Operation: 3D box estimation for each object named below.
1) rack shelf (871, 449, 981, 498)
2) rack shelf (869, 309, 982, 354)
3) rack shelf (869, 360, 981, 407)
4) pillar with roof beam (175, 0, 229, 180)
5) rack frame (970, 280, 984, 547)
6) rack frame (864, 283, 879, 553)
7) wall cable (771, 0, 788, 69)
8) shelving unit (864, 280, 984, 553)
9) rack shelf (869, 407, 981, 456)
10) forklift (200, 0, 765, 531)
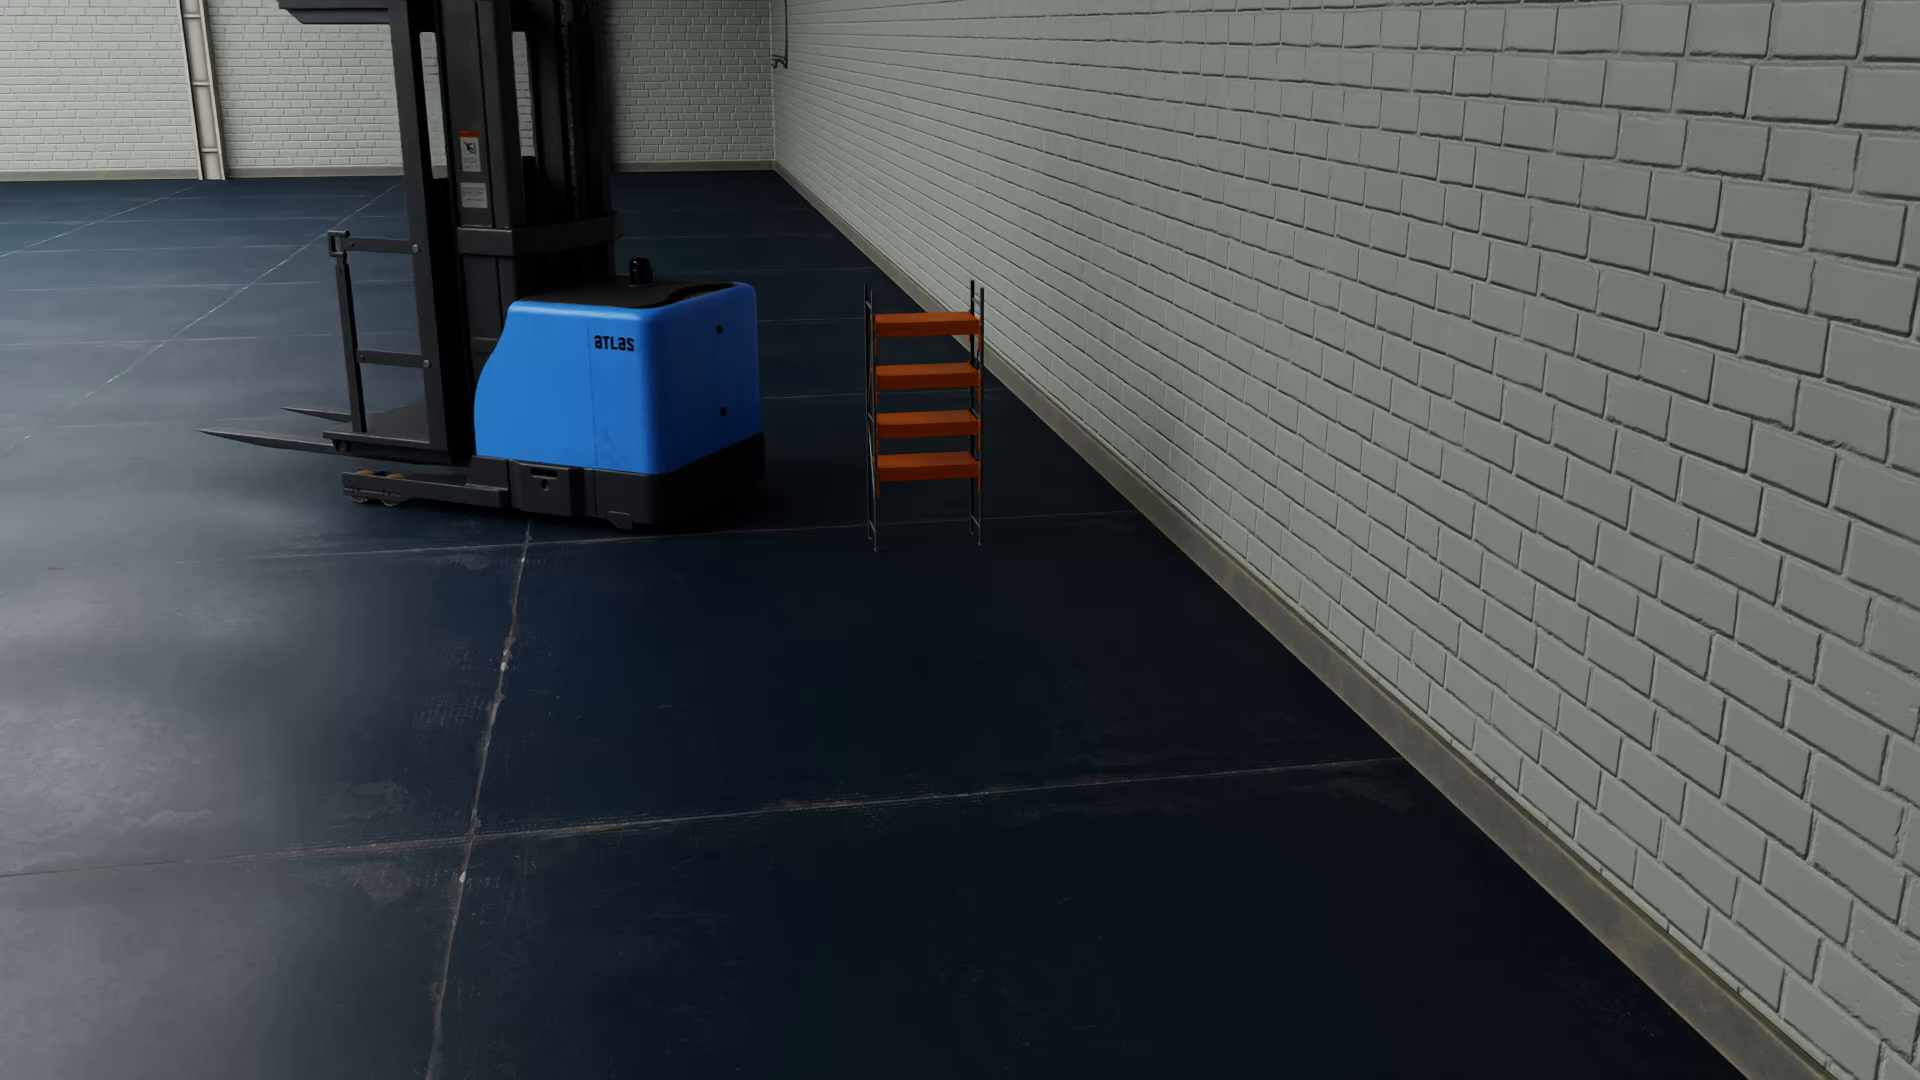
[{"bbox_3d":[-0.163,-0.310,7.684,0.480,0.148,0.258,-3,17,-10],"label":"rack shelf"},{"bbox_3d":[-0.163,-0.940,7.490,0.480,0.148,0.258,-3,17,-10],"label":"rack shelf"},{"bbox_3d":[-0.163,-0.714,7.560,0.480,0.148,0.258,-3,17,-10],"label":"rack shelf"},{"bbox_3d":[-11.144,-8.854,21.312,0.400,9.000,9.100,-3,17,-10],"label":"pillar with roof beam"},{"bbox_3d":[0.077,-0.578,7.650,0.015,1.200,0.240,-3,17,-10],"label":"rack frame"},{"bbox_3d":[-0.402,-0.551,7.561,0.015,1.200,0.240,-3,17,-10],"label":"rack frame"},{"bbox_3d":[-2.926,-8.728,26.189,0.112,2.526,3.097,-3,17,-10],"label":"wall cable"},{"bbox_3d":[-0.163,-0.564,7.606,0.503,1.200,0.258,-3,17,-10],"label":"shelving unit"},{"bbox_3d":[-0.163,-0.500,7.625,0.480,0.148,0.258,-3,17,-10],"label":"rack shelf"},{"bbox_3d":[-2.580,-1.704,8.367,3.031,2.935,1.130,7,18,21],"label":"forklift"}]
